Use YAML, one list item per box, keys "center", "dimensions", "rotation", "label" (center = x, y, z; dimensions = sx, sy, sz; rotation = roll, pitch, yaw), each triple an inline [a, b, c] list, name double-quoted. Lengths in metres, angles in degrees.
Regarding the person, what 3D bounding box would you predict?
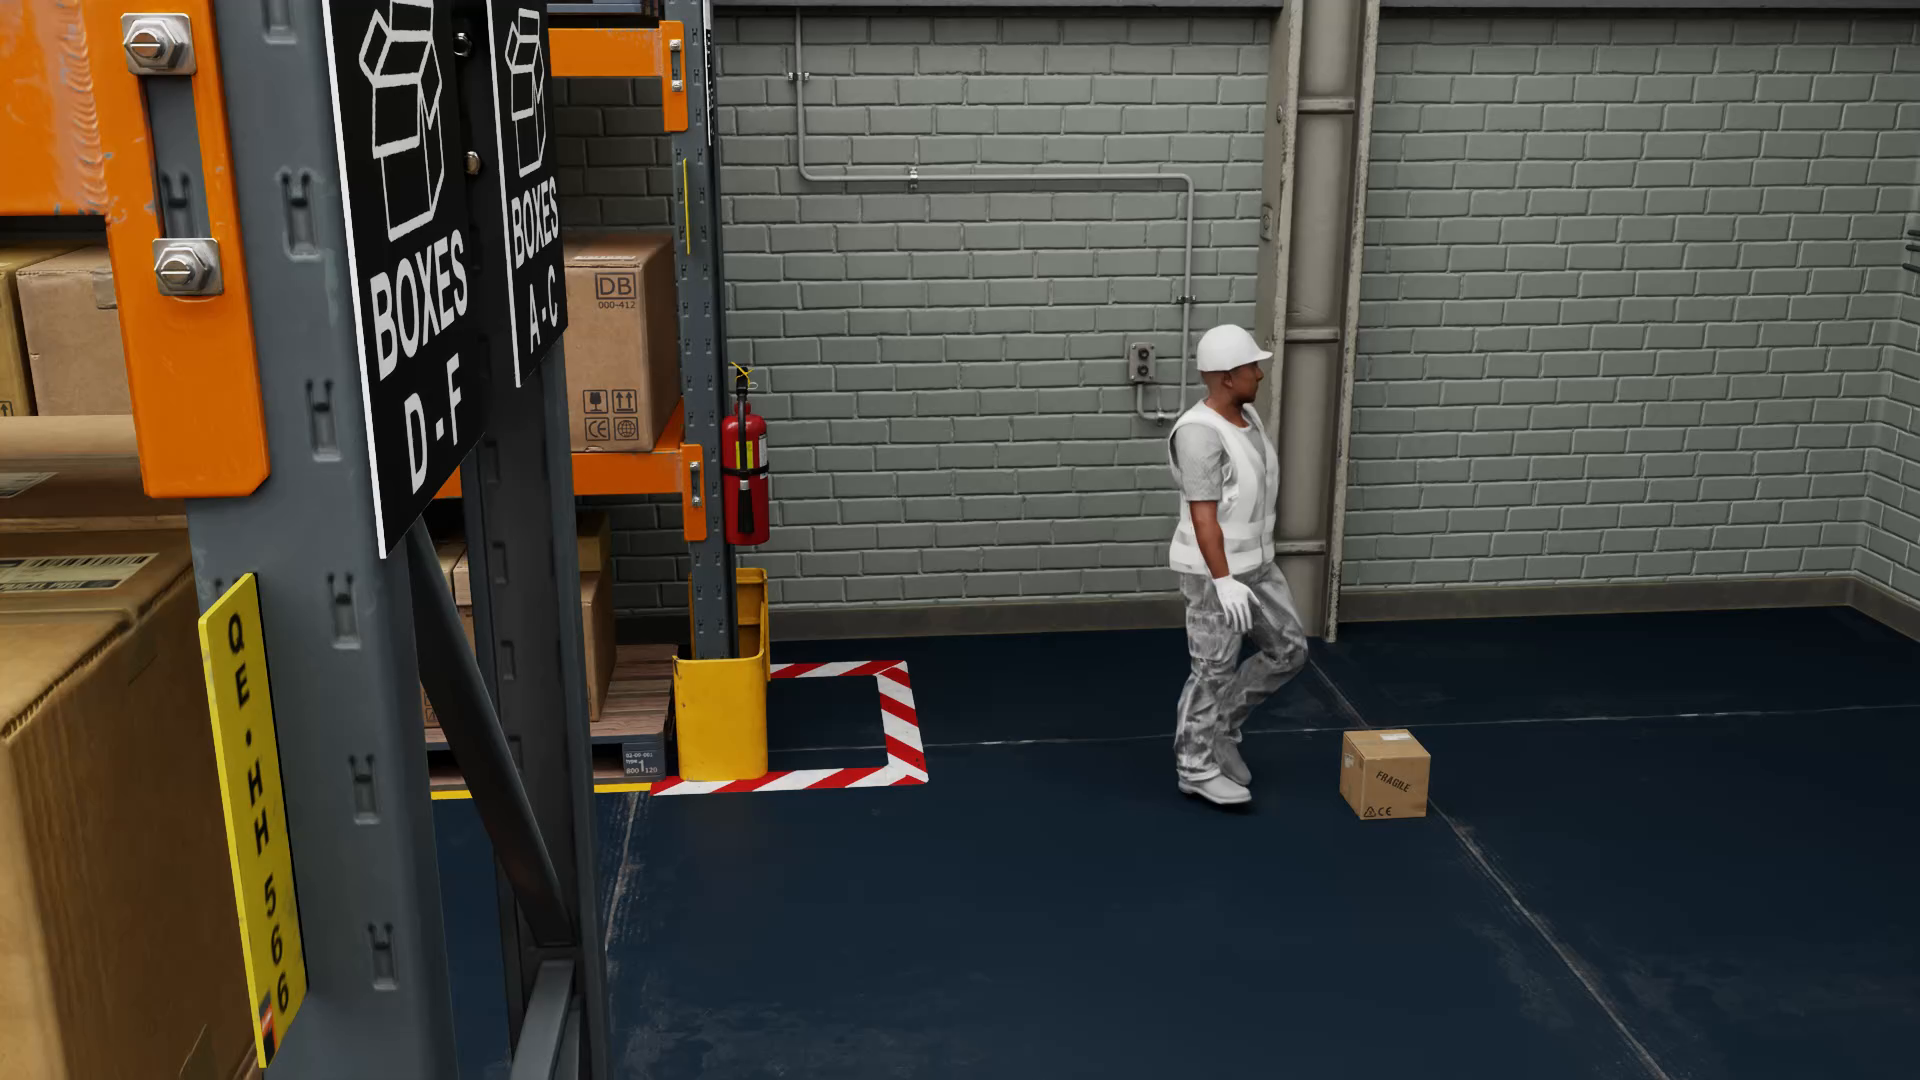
- center: [1.005, 0.115, 6.067]
  dimensions: [0.460, 1.795, 0.567]
  rotation: [12, 20, 34]
  label: "person"
